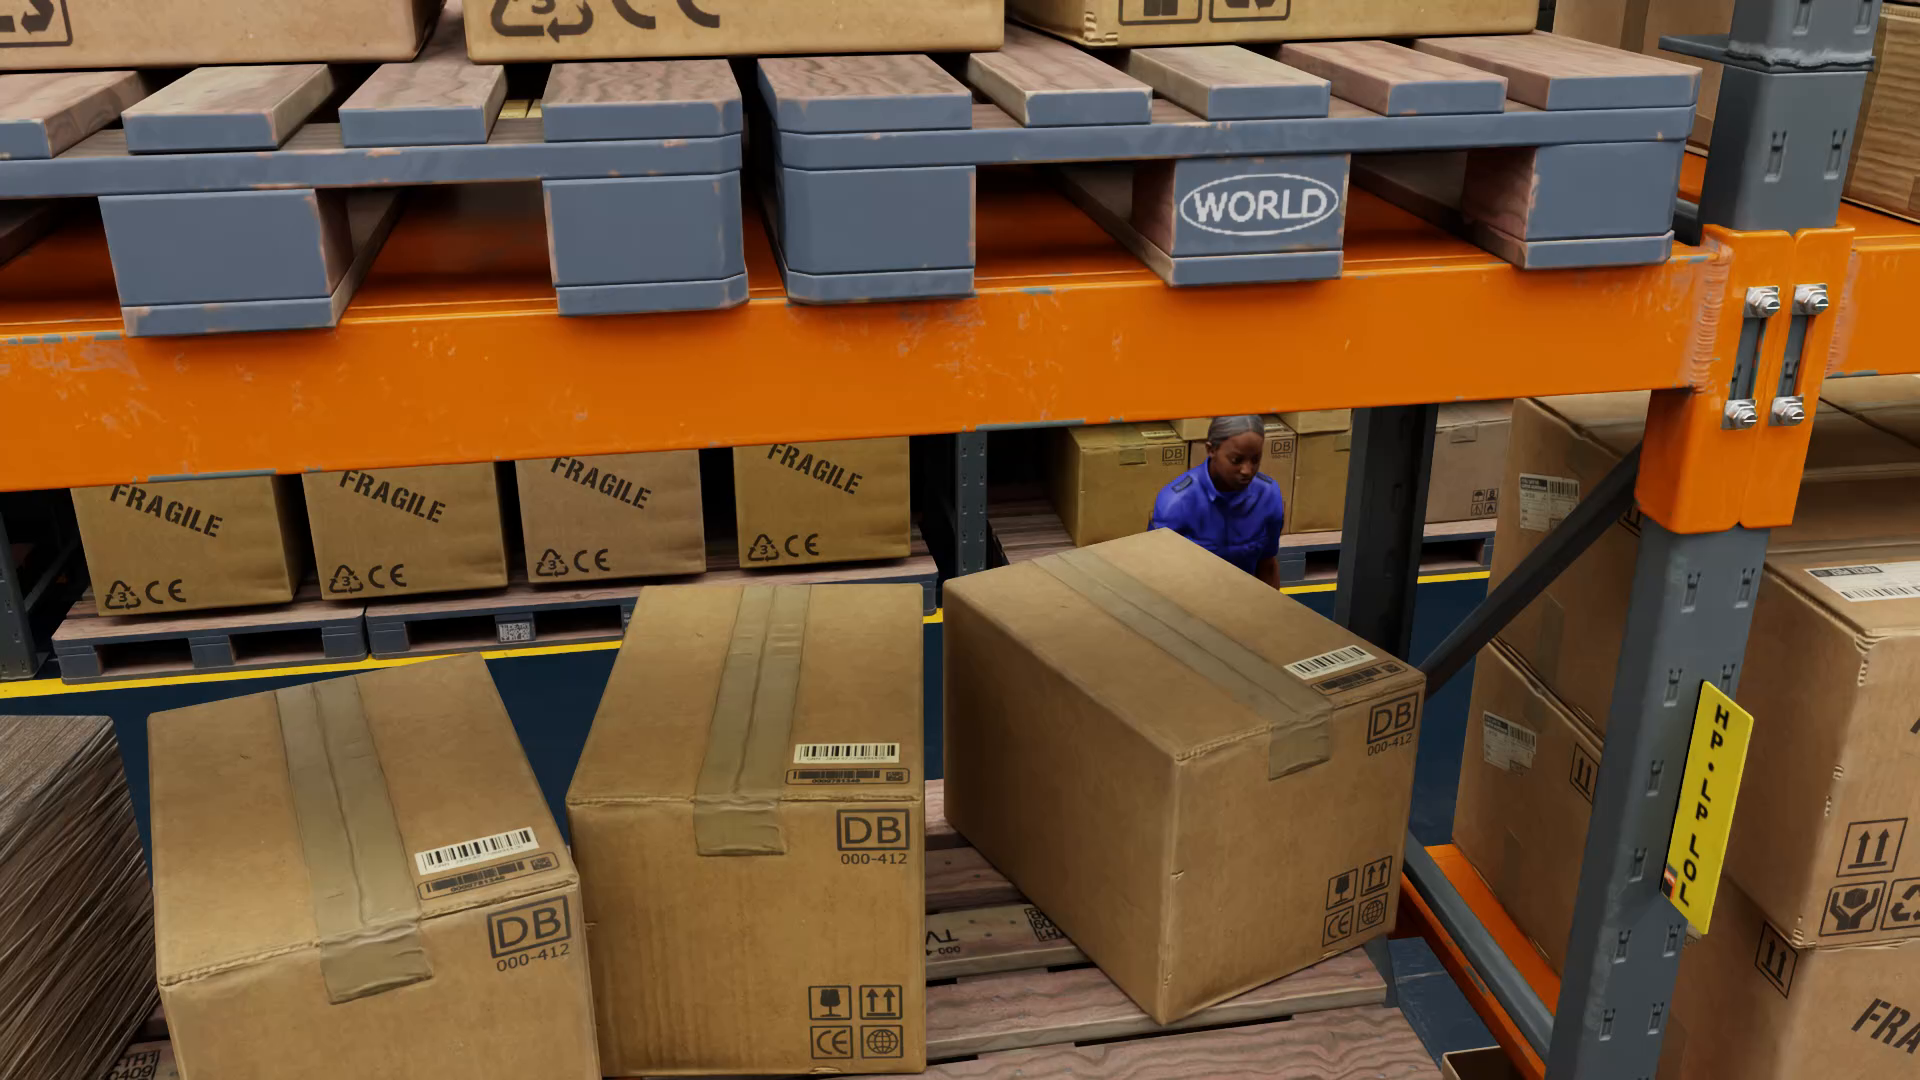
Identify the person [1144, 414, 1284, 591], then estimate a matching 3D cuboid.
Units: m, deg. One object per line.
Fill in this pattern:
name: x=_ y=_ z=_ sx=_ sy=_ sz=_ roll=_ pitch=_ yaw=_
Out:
person: x=0.787 y=0.334 z=5.336 sx=0.503 sy=1.654 sz=0.350 roll=-4 pitch=24 yaw=-10
